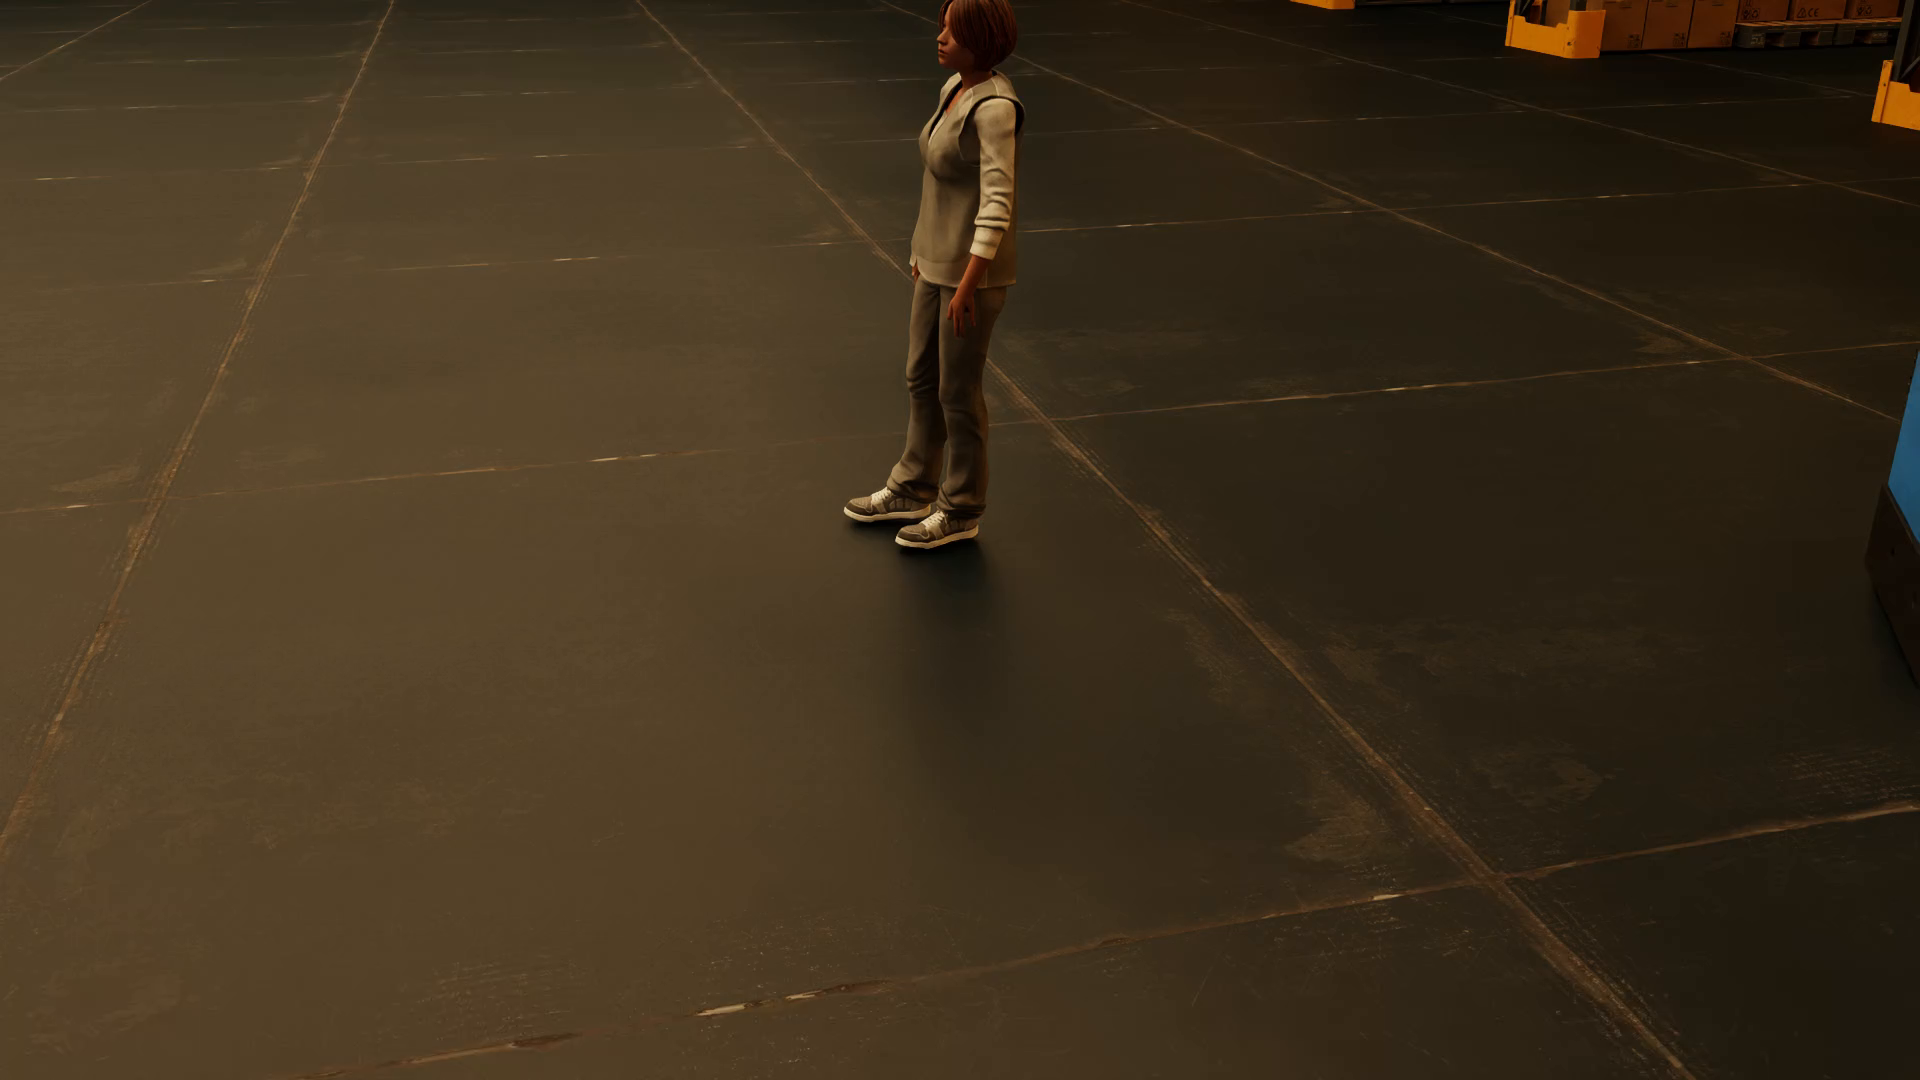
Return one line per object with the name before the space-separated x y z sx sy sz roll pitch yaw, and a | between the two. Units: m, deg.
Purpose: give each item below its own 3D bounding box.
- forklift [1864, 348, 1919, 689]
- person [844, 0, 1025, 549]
forklift | 3.875 -0.876 3.369 3.031 2.935 1.130 7 24 16
person | -0.076 -0.733 4.735 0.473 1.585 0.520 -6 24 -14
